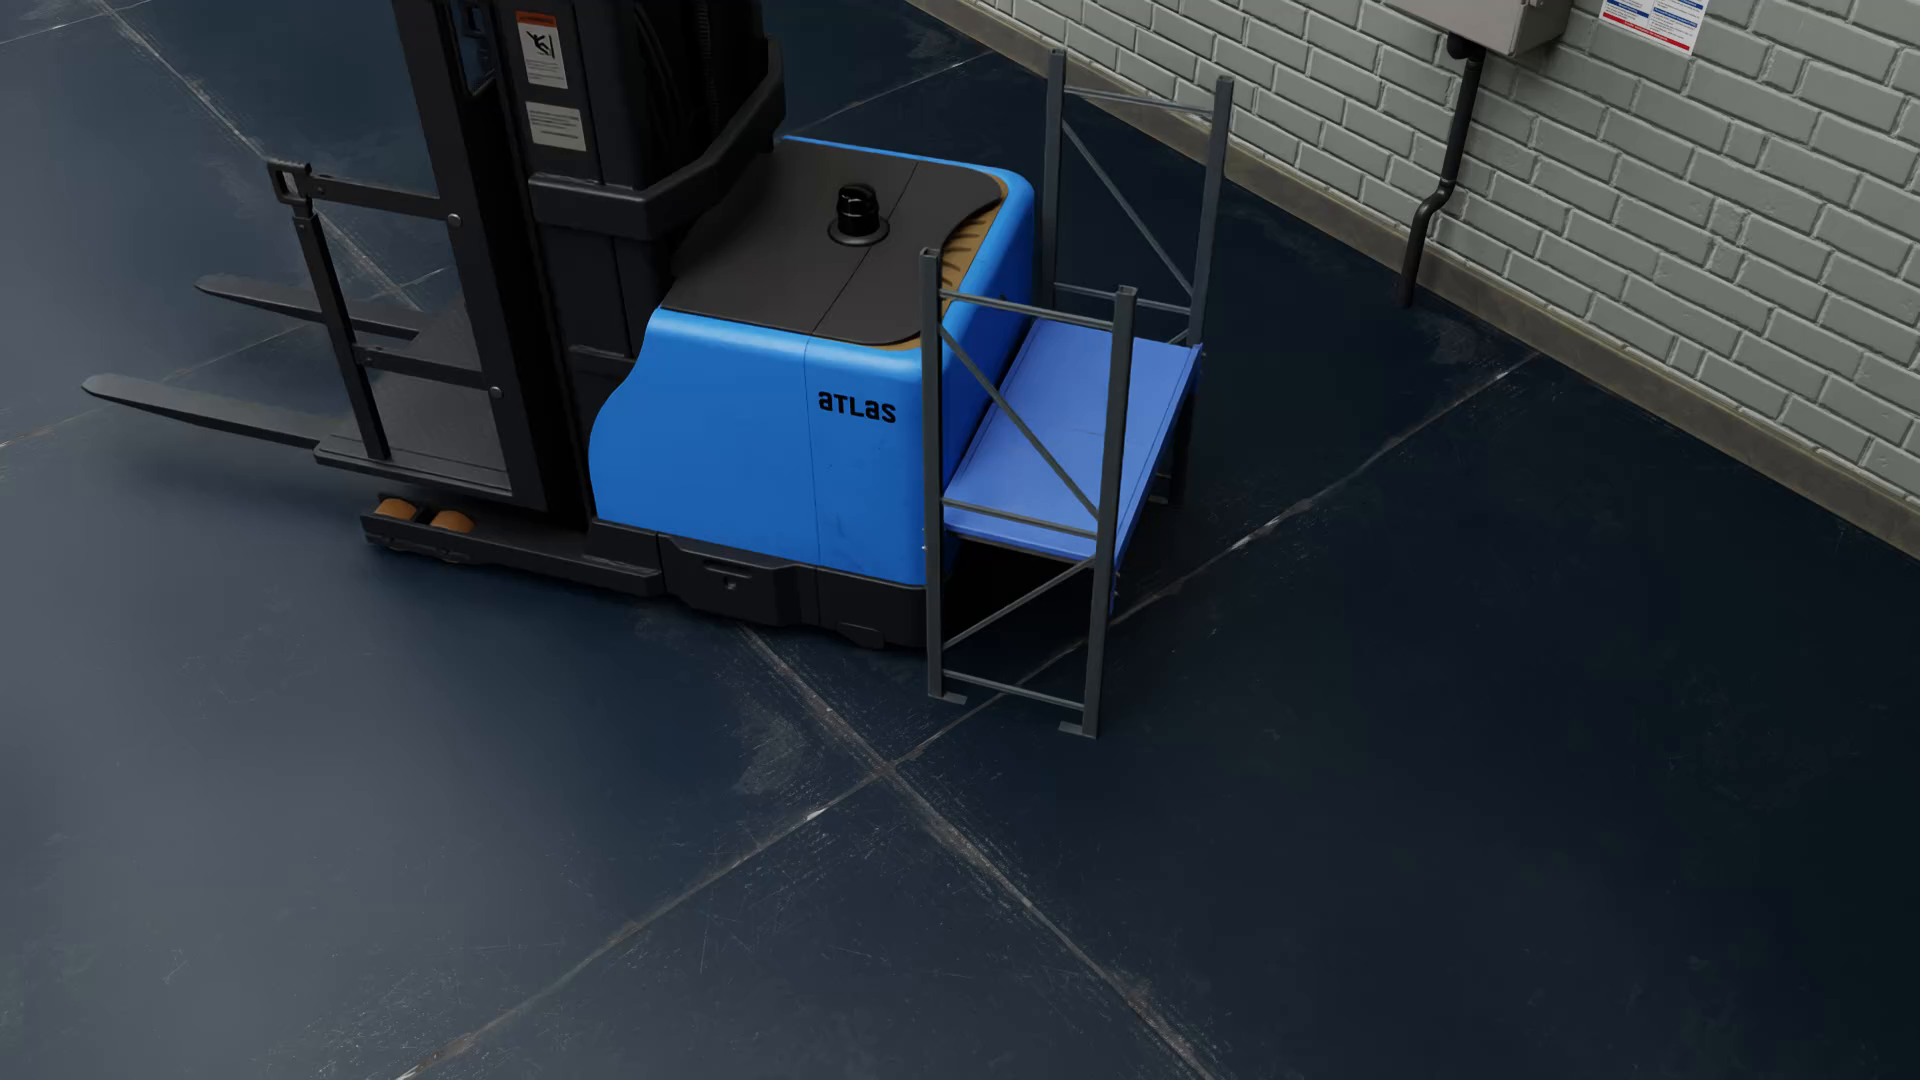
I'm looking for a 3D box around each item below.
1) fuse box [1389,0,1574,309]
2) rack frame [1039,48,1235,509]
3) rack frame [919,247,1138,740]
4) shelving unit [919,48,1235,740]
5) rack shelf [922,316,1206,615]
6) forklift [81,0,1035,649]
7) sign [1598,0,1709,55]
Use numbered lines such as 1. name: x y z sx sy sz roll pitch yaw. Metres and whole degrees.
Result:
1. fuse box: 1.642 -1.472 5.568 0.414 1.711 0.539 -30 51 -28
2. rack frame: 0.478 -0.710 4.910 0.500 1.500 0.032 13 45 14
3. rack frame: 0.149 -0.051 4.209 0.500 1.500 0.032 13 45 14
4. shelving unit: 0.314 -0.381 4.560 0.538 1.500 1.048 13 45 14
5. rack shelf: 0.314 -0.250 4.683 0.538 0.185 1.000 13 45 14
6. forklift: -1.344 -1.329 4.524 3.031 2.935 1.130 12 44 12
7. sign: 2.117 -1.739 4.980 0.001 0.494 0.329 -30 51 -28
